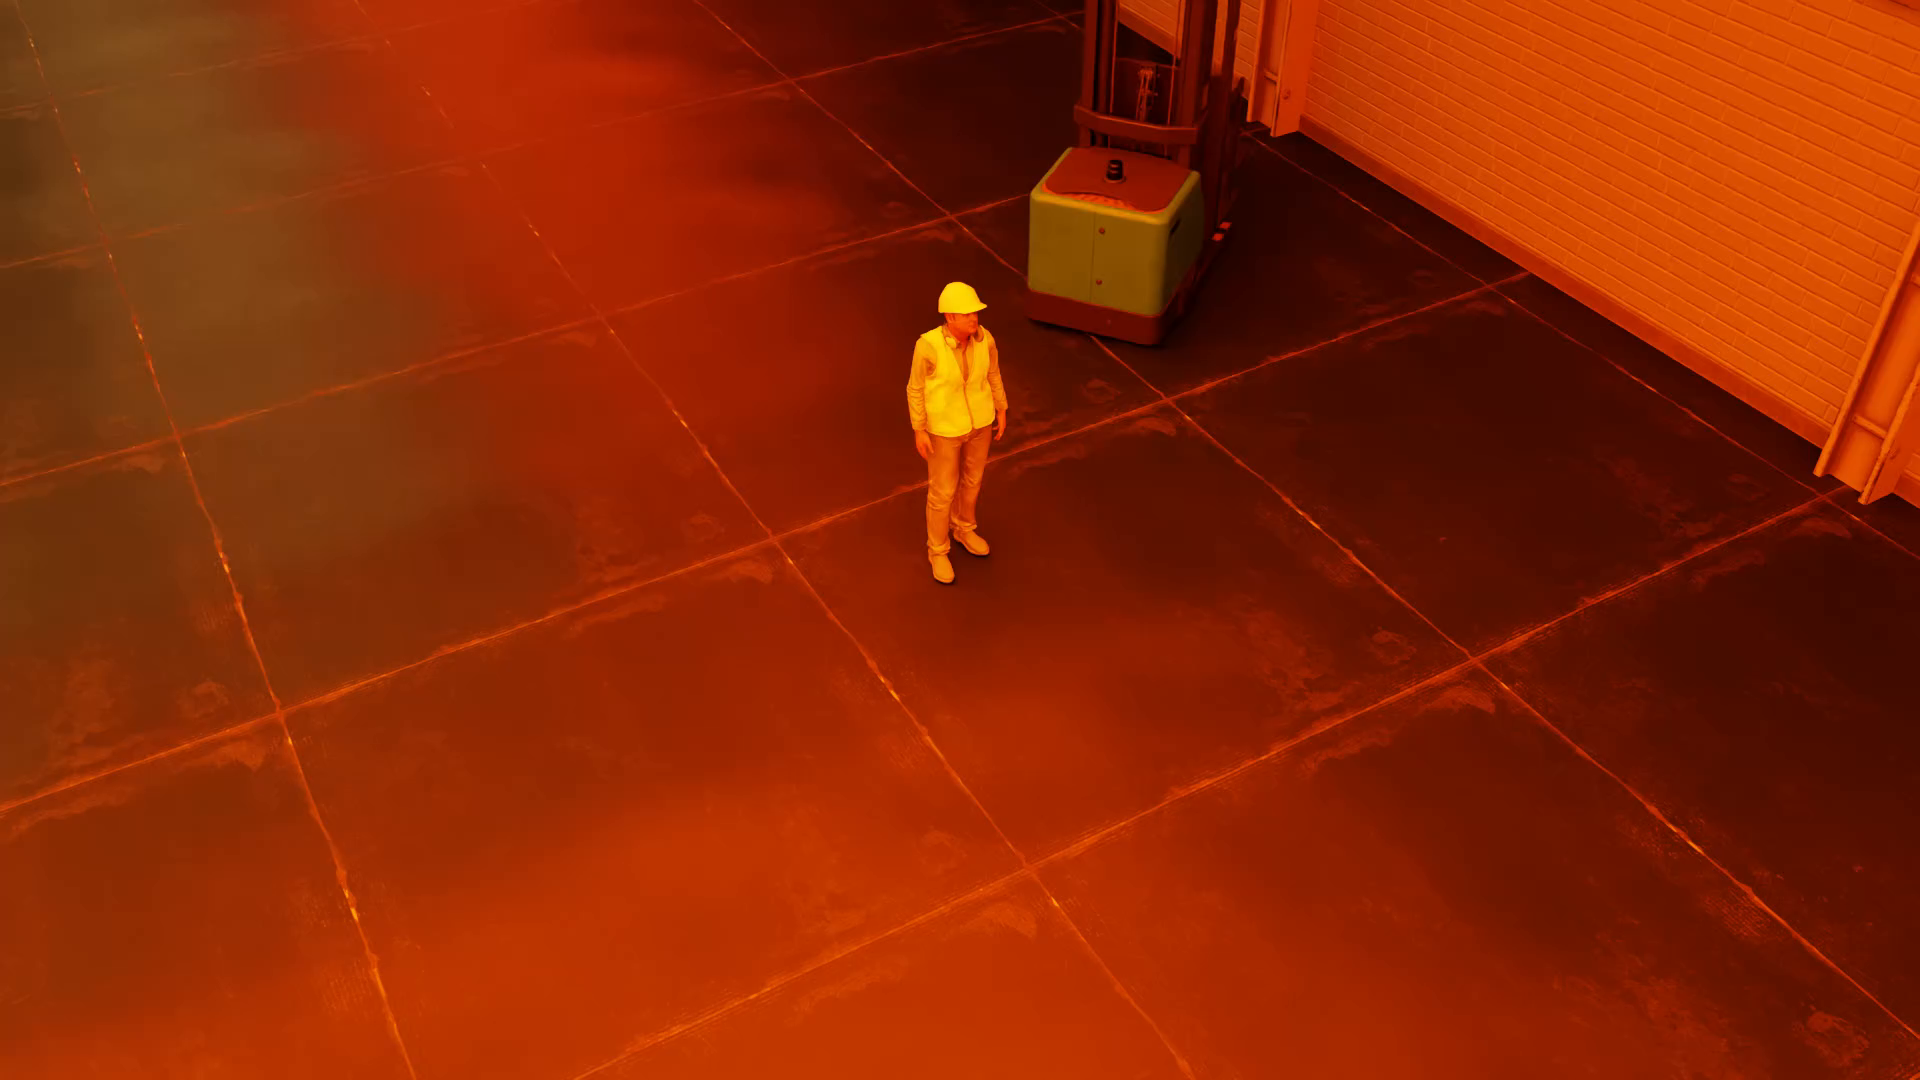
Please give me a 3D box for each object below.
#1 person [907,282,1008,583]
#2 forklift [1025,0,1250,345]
[{"bbox_3d":[0.024,-0.652,9.716,0.632,1.773,0.568,-20,44,-23],"label":"person"},{"bbox_3d":[1.526,-3.465,12.214,1.130,2.935,3.031,15,42,18],"label":"forklift"}]
